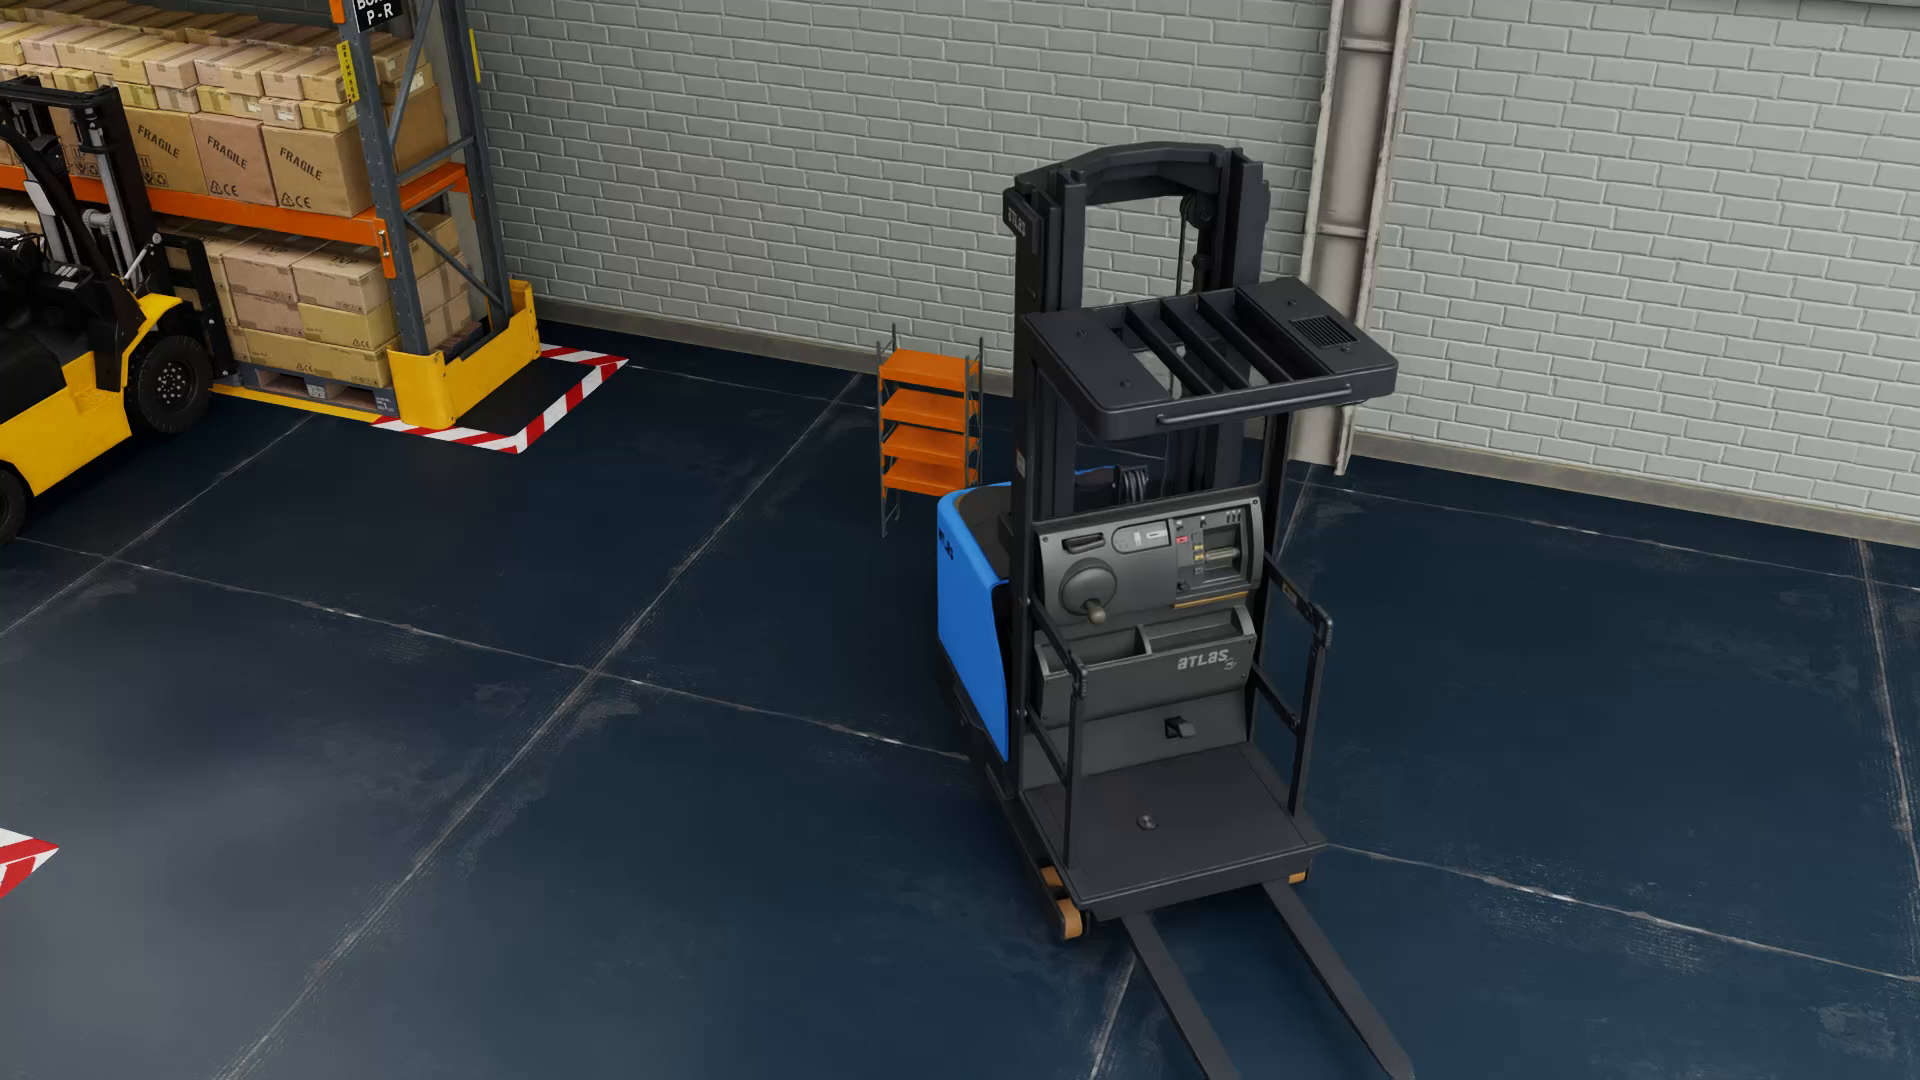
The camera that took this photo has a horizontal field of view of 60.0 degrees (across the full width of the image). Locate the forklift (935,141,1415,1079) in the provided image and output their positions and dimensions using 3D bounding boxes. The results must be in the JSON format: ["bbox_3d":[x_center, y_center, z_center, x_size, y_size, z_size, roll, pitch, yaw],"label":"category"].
[{"bbox_3d":[0.820,0.134,6.308,1.130,2.935,3.031,-10,34,-15],"label":"forklift"}]

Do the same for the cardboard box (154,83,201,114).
[{"bbox_3d":[-4.562,-2.686,9.922,0.250,0.149,0.380,10,34,15],"label":"cardboard box"}]

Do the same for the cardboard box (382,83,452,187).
[{"bbox_3d":[-3.543,-2.539,10.293,0.500,0.500,0.500,12,35,18],"label":"cardboard box"}]

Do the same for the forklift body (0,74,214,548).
[{"bbox_3d":[-5.571,-1.323,9.285,1.214,2.155,2.313,11,34,16],"label":"forklift body"}]

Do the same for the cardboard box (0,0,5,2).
[{"bbox_3d":[-6.311,-3.465,10.854,0.250,0.149,0.380,10,34,15],"label":"cardboard box"}]

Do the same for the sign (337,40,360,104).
[{"bbox_3d":[-3.367,-2.576,9.156,0.005,0.325,0.100,11,34,16],"label":"sign"}]

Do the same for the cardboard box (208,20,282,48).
[{"bbox_3d":[-4.387,-3.069,10.242,0.250,0.149,0.380,12,35,18],"label":"cardboard box"}]

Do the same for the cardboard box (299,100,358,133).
[{"bbox_3d":[-3.591,-2.499,9.634,0.250,0.149,0.380,12,35,17],"label":"cardboard box"}]

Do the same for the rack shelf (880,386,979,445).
[{"bbox_3d":[-0.156,-0.666,8.855,0.480,0.148,0.258,11,34,16],"label":"rack shelf"}]

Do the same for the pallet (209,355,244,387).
[{"bbox_3d":[-5.049,-1.436,11.247,1.213,0.211,1.003,11,34,16],"label":"pallet"}]

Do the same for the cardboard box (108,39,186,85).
[{"bbox_3d":[-4.814,-2.844,9.893,0.250,0.149,0.380,12,35,17],"label":"cardboard box"}]

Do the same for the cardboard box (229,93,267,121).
[{"bbox_3d":[-4.066,-2.610,9.804,0.250,0.149,0.380,12,35,17],"label":"cardboard box"}]

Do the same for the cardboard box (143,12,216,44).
[{"bbox_3d":[-4.861,-3.172,10.401,0.250,0.149,0.380,11,34,17],"label":"cardboard box"}]

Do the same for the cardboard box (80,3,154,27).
[{"bbox_3d":[-5.339,-3.281,10.570,0.250,0.149,0.380,11,34,16],"label":"cardboard box"}]

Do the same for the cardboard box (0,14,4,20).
[{"bbox_3d":[-6.216,-3.182,10.417,0.250,0.149,0.380,10,34,16],"label":"cardboard box"}]

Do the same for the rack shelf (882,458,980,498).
[{"bbox_3d":[-0.156,-0.311,9.084,0.480,0.148,0.258,11,34,16],"label":"rack shelf"}]

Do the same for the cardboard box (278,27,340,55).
[{"bbox_3d":[-3.903,-2.981,10.105,0.250,0.149,0.380,12,35,17],"label":"cardboard box"}]

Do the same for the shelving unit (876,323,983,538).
[{"bbox_3d":[-0.156,-0.534,8.939,0.503,1.200,0.258,11,34,16],"label":"shelving unit"}]

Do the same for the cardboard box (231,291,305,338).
[{"bbox_3d":[-4.203,-1.522,10.498,0.500,0.250,0.500,11,34,16],"label":"cardboard box"}]

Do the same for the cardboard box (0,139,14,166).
[{"bbox_3d":[-6.110,-2.737,10.600,0.500,0.500,0.500,12,35,17],"label":"cardboard box"}]

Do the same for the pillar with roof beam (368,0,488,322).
[{"bbox_3d":[-4.974,-3.174,5.838,0.400,9.000,9.100,11,34,16],"label":"pillar with roof beam"}]

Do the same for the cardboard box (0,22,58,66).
[{"bbox_3d":[-5.755,-3.049,10.211,0.250,0.149,0.380,10,34,16],"label":"cardboard box"}]

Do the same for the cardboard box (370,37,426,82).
[{"bbox_3d":[-3.415,-2.875,9.940,0.250,0.149,0.380,10,34,16],"label":"cardboard box"}]

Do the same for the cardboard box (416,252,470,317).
[{"bbox_3d":[-3.543,-1.688,10.754,0.500,0.250,0.500,12,35,17],"label":"cardboard box"}]

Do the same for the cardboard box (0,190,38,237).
[{"bbox_3d":[-6.108,-2.090,10.916,0.500,0.250,0.500,11,34,17],"label":"cardboard box"}]

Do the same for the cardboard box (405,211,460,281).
[{"bbox_3d":[-3.559,-1.890,10.607,0.500,0.250,0.500,10,34,16],"label":"cardboard box"}]

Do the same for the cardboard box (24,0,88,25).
[{"bbox_3d":[-5.801,-3.409,10.769,0.250,0.149,0.380,10,34,16],"label":"cardboard box"}]

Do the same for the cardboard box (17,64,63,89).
[{"bbox_3d":[-5.529,-2.869,10.207,0.250,0.149,0.380,10,34,15],"label":"cardboard box"}]

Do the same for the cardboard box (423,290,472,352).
[{"bbox_3d":[-3.567,-1.475,10.886,0.500,0.250,0.500,11,34,17],"label":"cardboard box"}]

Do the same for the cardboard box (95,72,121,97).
[{"bbox_3d":[-5.012,-2.813,10.120,0.250,0.149,0.380,11,34,16],"label":"cardboard box"}]

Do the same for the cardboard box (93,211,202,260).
[{"bbox_3d":[-5.145,-1.905,10.629,0.500,0.250,0.500,10,34,15],"label":"cardboard box"}]

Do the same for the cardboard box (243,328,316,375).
[{"bbox_3d":[-4.184,-1.306,10.624,0.500,0.250,0.500,11,34,16],"label":"cardboard box"}]

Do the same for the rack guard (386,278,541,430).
[{"bbox_3d":[-3.148,-1.210,10.631,0.348,0.500,1.175,11,34,16],"label":"rack guard"}]

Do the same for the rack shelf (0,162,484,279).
[{"bbox_3d":[-5.053,-2.328,10.722,4.000,0.370,1.077,11,34,16],"label":"rack shelf"}]

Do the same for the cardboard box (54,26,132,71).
[{"bbox_3d":[-5.256,-2.994,10.126,0.250,0.149,0.380,11,34,17],"label":"cardboard box"}]

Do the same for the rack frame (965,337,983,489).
[{"bbox_3d":[0.074,-0.490,8.870,0.015,1.200,0.240,11,34,16],"label":"rack frame"}]

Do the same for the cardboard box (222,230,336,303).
[{"bbox_3d":[-4.192,-1.721,10.345,0.500,0.250,0.500,12,35,17],"label":"cardboard box"}]

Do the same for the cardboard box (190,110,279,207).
[{"bbox_3d":[-4.208,-2.362,10.019,0.500,0.500,0.500,12,35,18],"label":"cardboard box"}]

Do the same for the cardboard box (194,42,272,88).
[{"bbox_3d":[-4.286,-2.809,9.838,0.250,0.149,0.380,11,35,17],"label":"cardboard box"}]

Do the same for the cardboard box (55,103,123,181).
[{"bbox_3d":[-5.167,-2.542,10.298,0.500,0.500,0.500,11,35,17],"label":"cardboard box"}]

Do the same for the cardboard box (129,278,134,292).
[{"bbox_3d":[-5.165,-1.700,10.772,0.500,0.250,0.500,11,34,16],"label":"cardboard box"}]

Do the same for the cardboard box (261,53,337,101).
[{"bbox_3d":[-3.821,-2.691,9.656,0.250,0.149,0.380,11,34,17],"label":"cardboard box"}]
